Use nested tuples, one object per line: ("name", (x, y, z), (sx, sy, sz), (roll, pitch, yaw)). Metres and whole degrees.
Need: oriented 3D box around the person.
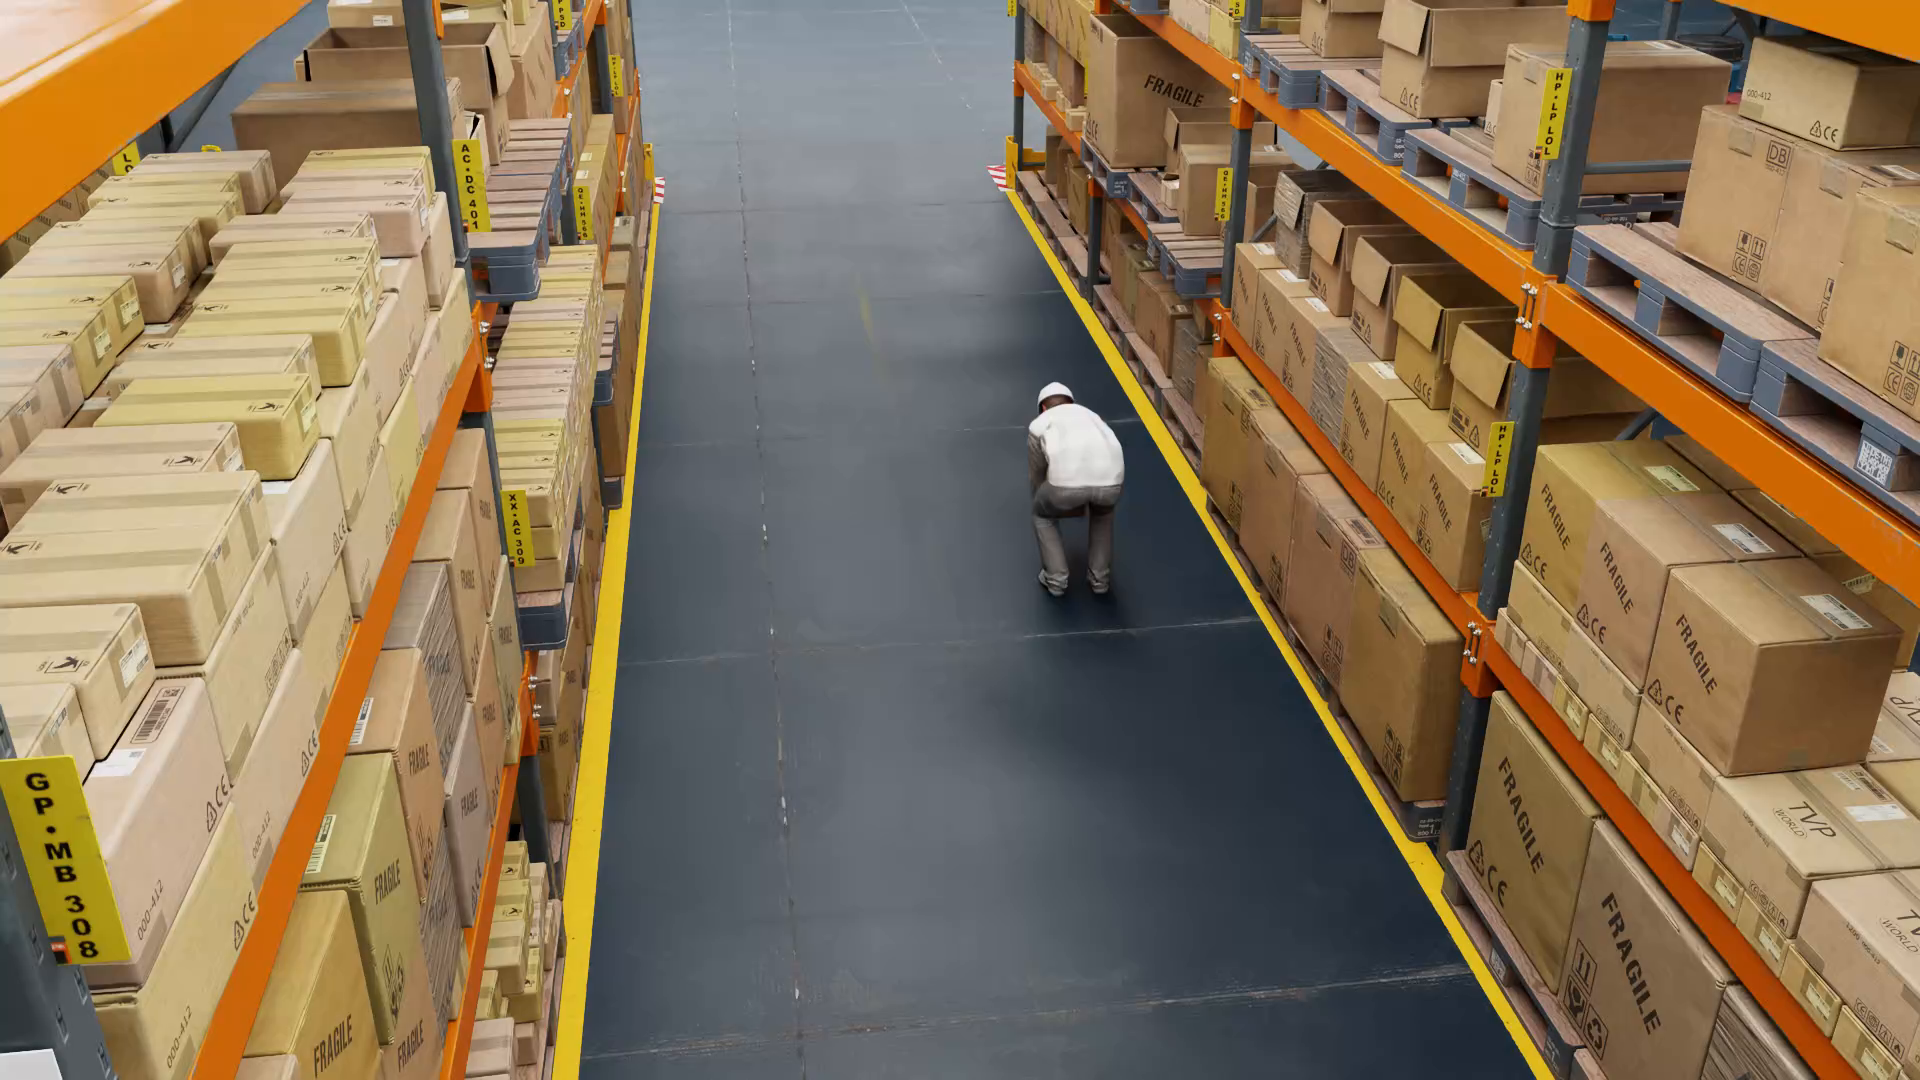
("person", (0.657, -0.295, 9.942), (0.506, 1.071, 0.997), (-5, 27, -9))
